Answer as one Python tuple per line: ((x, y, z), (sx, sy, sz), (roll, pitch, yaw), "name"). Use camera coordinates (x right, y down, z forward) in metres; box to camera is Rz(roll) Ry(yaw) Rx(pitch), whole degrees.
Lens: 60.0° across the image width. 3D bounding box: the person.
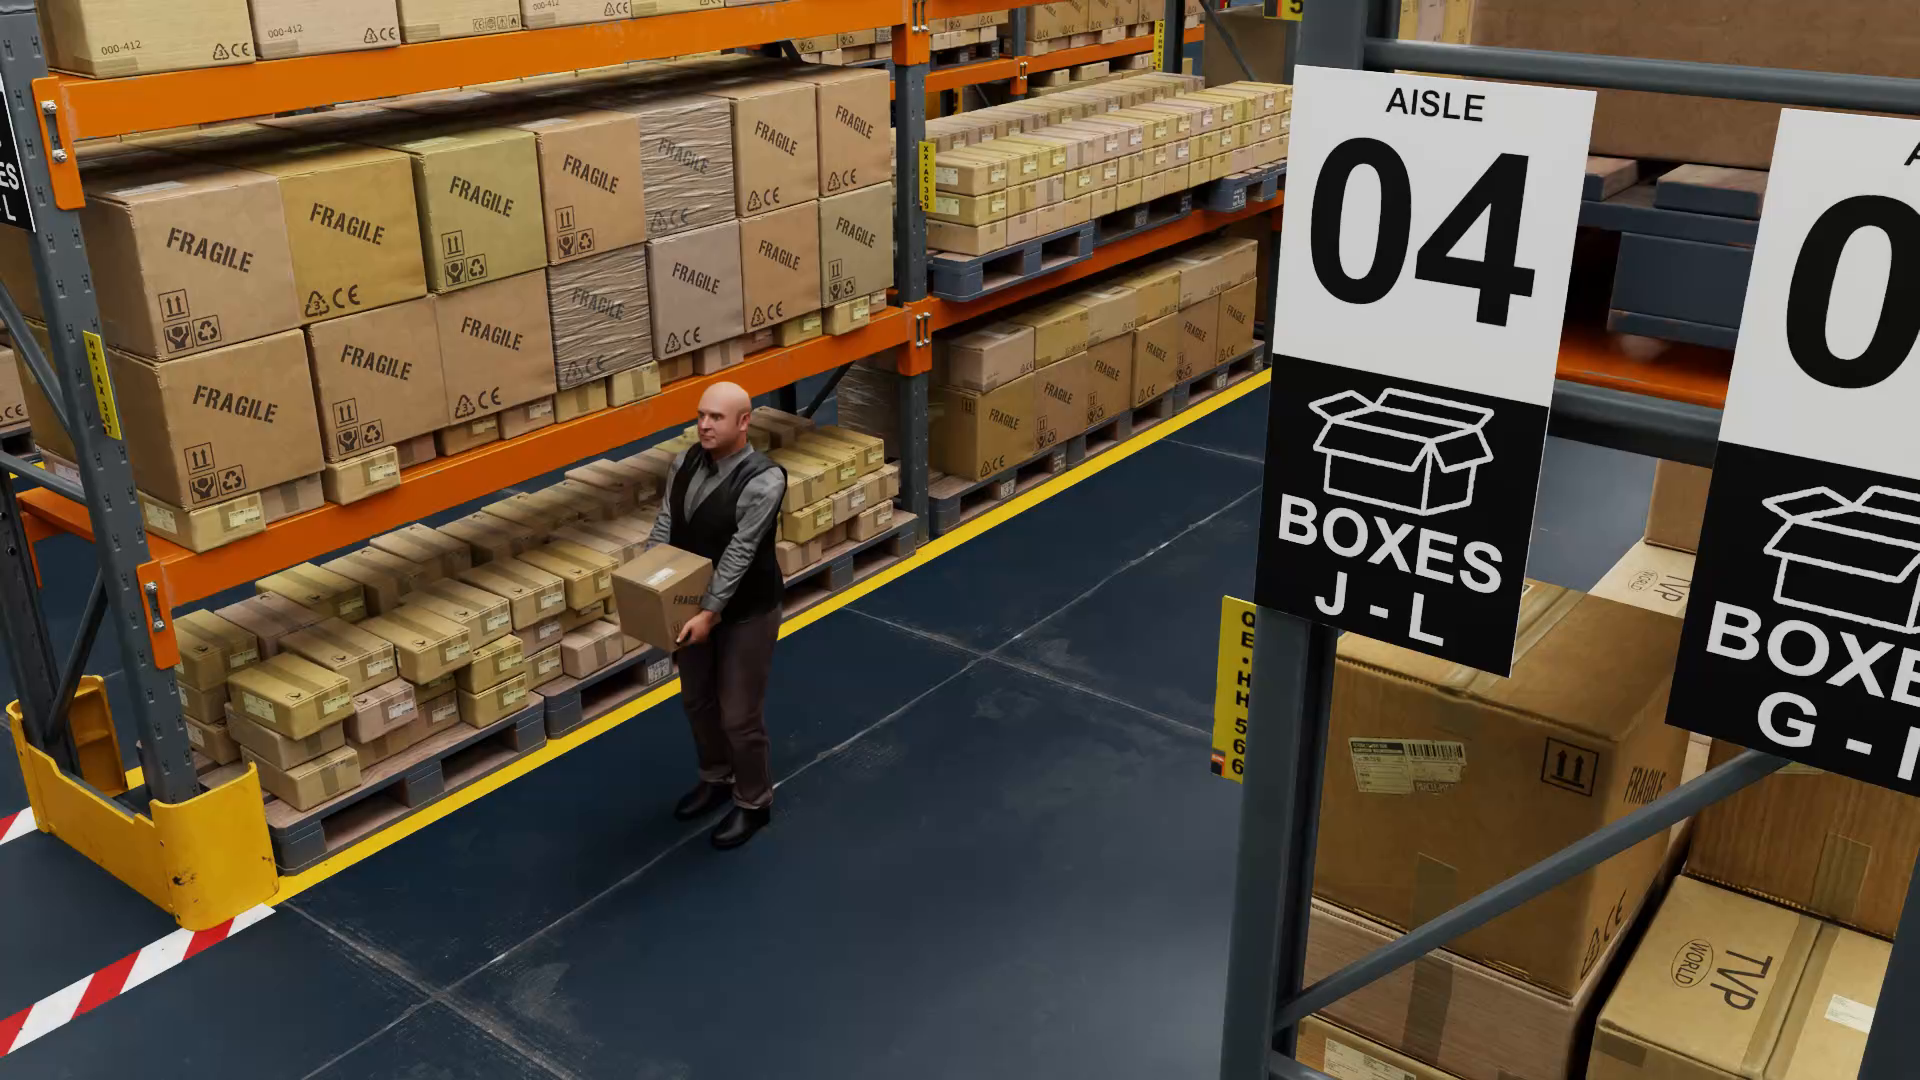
((-0.894, 0.286, 5.974), (0.495, 1.718, 0.547), (17, 28, 34), "person")
